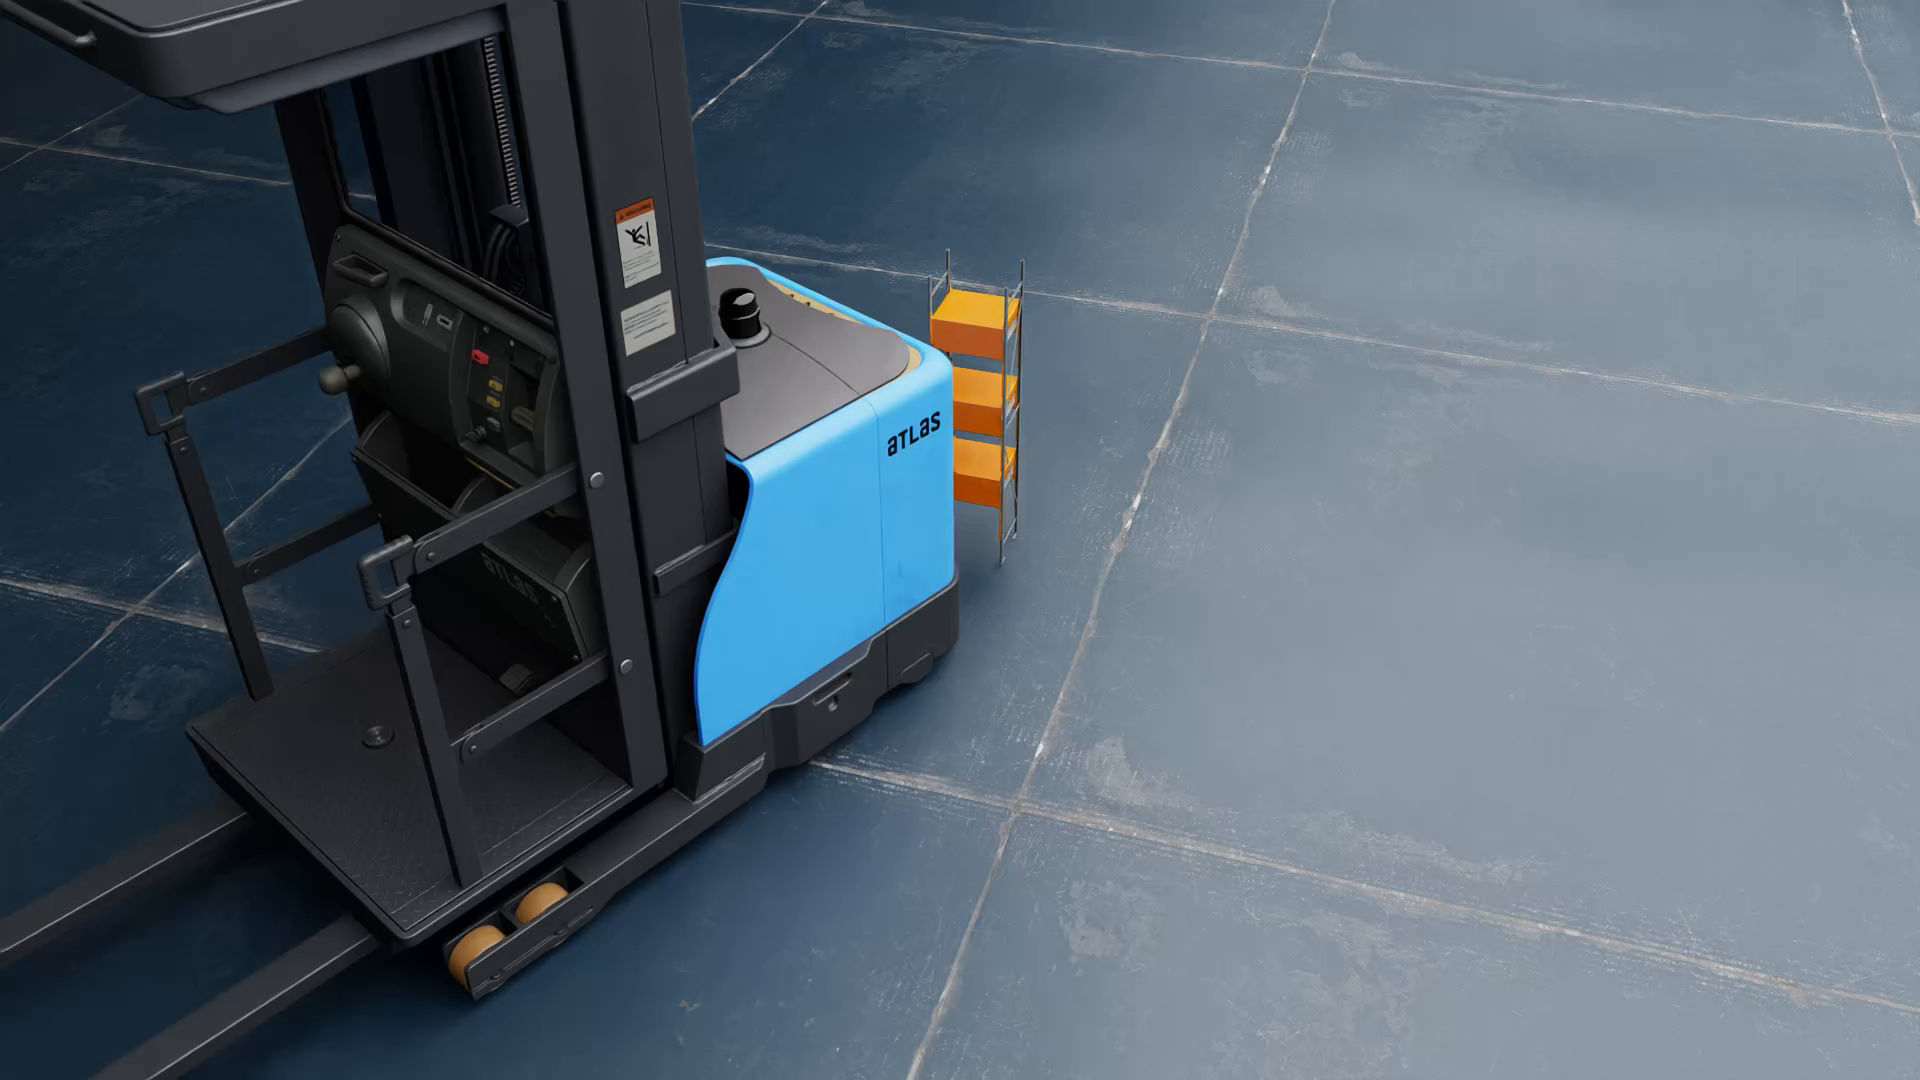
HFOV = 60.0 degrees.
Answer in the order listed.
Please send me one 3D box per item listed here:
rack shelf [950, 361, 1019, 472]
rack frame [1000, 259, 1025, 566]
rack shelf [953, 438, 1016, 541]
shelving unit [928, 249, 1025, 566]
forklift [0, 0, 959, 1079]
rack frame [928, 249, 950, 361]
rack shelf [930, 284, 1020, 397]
[{"bbox_3d":[0.051,-0.405,5.432,0.240,0.259,0.215,10,38,14],"label":"rack shelf"},{"bbox_3d":[0.168,-0.392,5.397,0.008,1.050,0.200,10,38,14],"label":"rack frame"},{"bbox_3d":[0.051,-0.181,5.597,0.240,0.259,0.215,10,38,14],"label":"rack shelf"},{"bbox_3d":[0.051,-0.413,5.426,0.252,1.050,0.215,10,38,14],"label":"shelving unit"},{"bbox_3d":[-1.372,-0.382,3.796,1.130,2.935,3.031,29,45,33],"label":"forklift"},{"bbox_3d":[-0.065,-0.435,5.455,0.008,1.050,0.200,10,38,14],"label":"rack frame"},{"bbox_3d":[0.051,-0.633,5.264,0.240,0.259,0.215,10,38,14],"label":"rack shelf"}]
